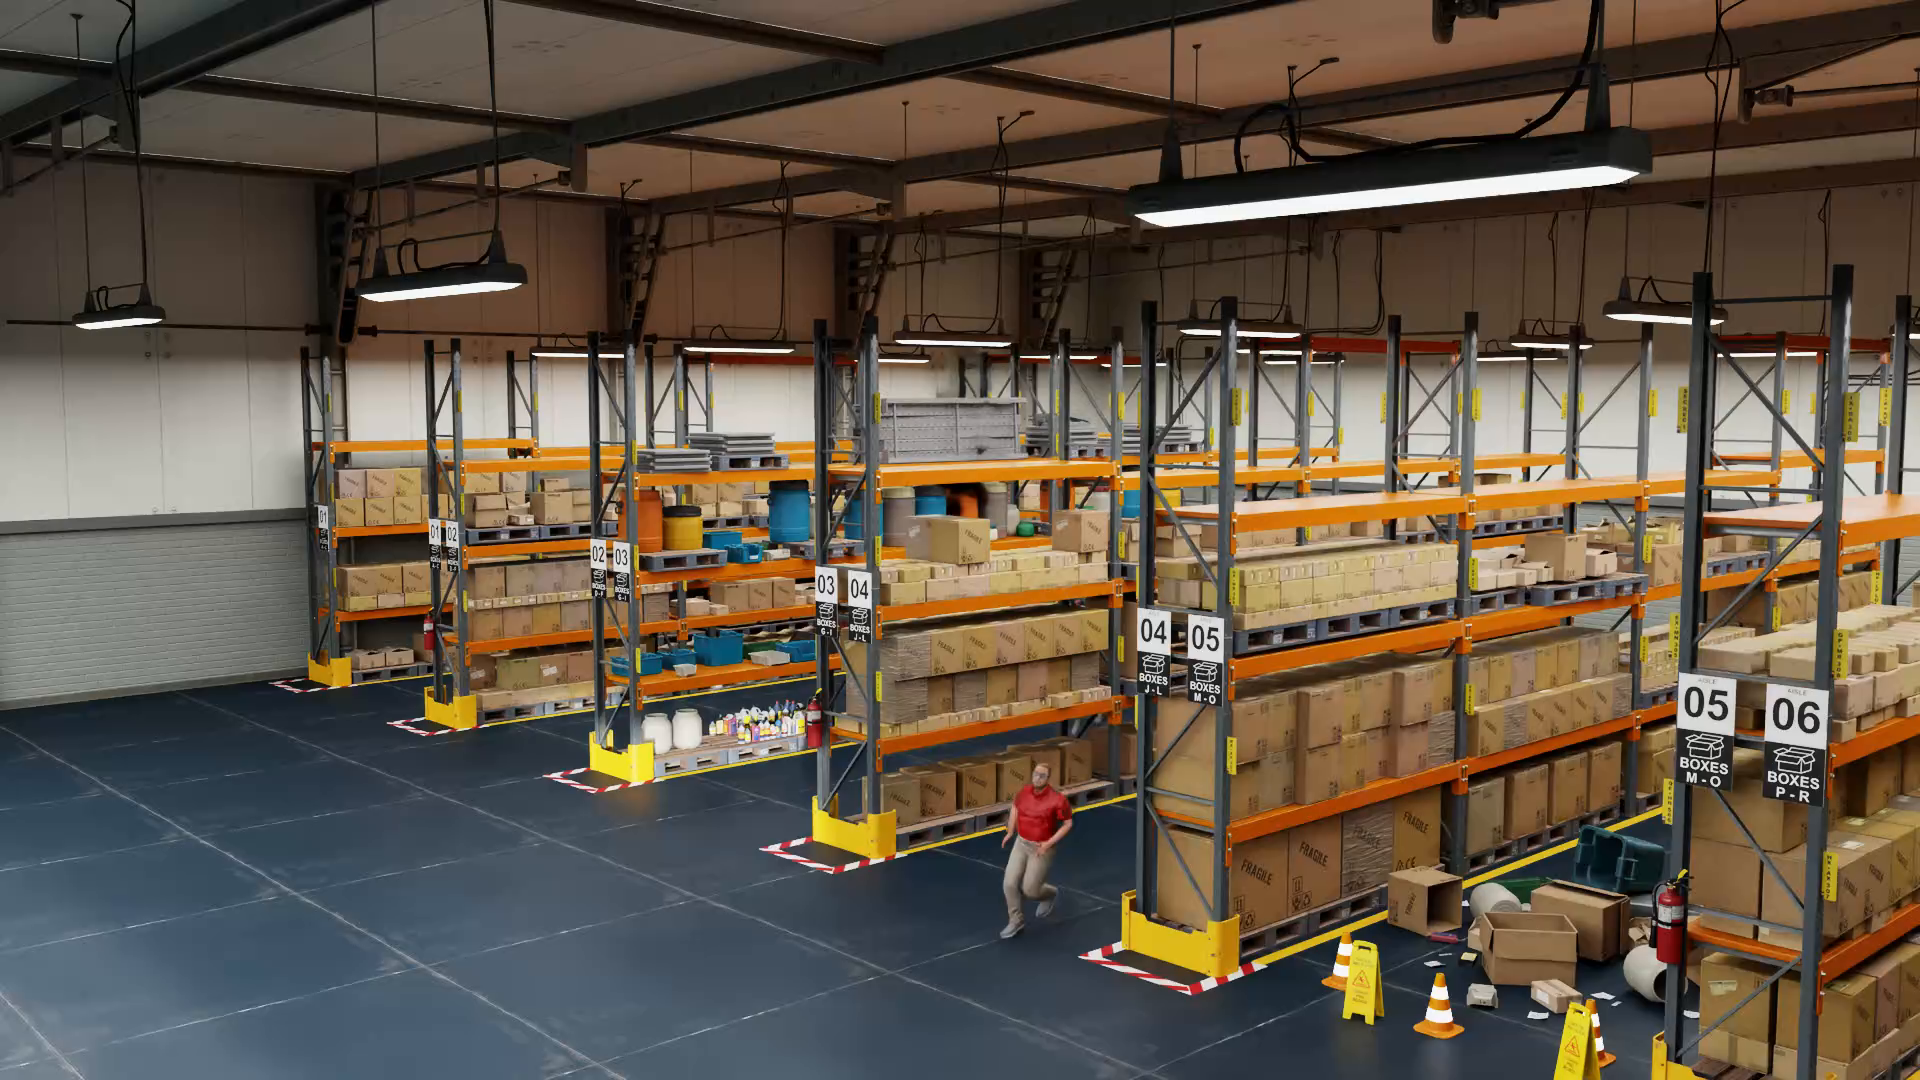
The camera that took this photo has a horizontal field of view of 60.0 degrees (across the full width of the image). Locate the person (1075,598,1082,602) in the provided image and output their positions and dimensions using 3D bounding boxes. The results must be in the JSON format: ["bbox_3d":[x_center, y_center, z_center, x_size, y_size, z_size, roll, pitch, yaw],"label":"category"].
[{"bbox_3d":[2.502,1.504,32.965,0.544,1.582,0.629,4,6,38],"label":"person"}]

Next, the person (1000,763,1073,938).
[{"bbox_3d":[0.761,2.953,15.918,0.702,1.697,0.682,4,6,37],"label":"person"}]

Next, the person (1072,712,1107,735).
[{"bbox_3d":[1.866,1.885,24.242,0.624,1.892,0.726,4,6,37],"label":"person"}]
